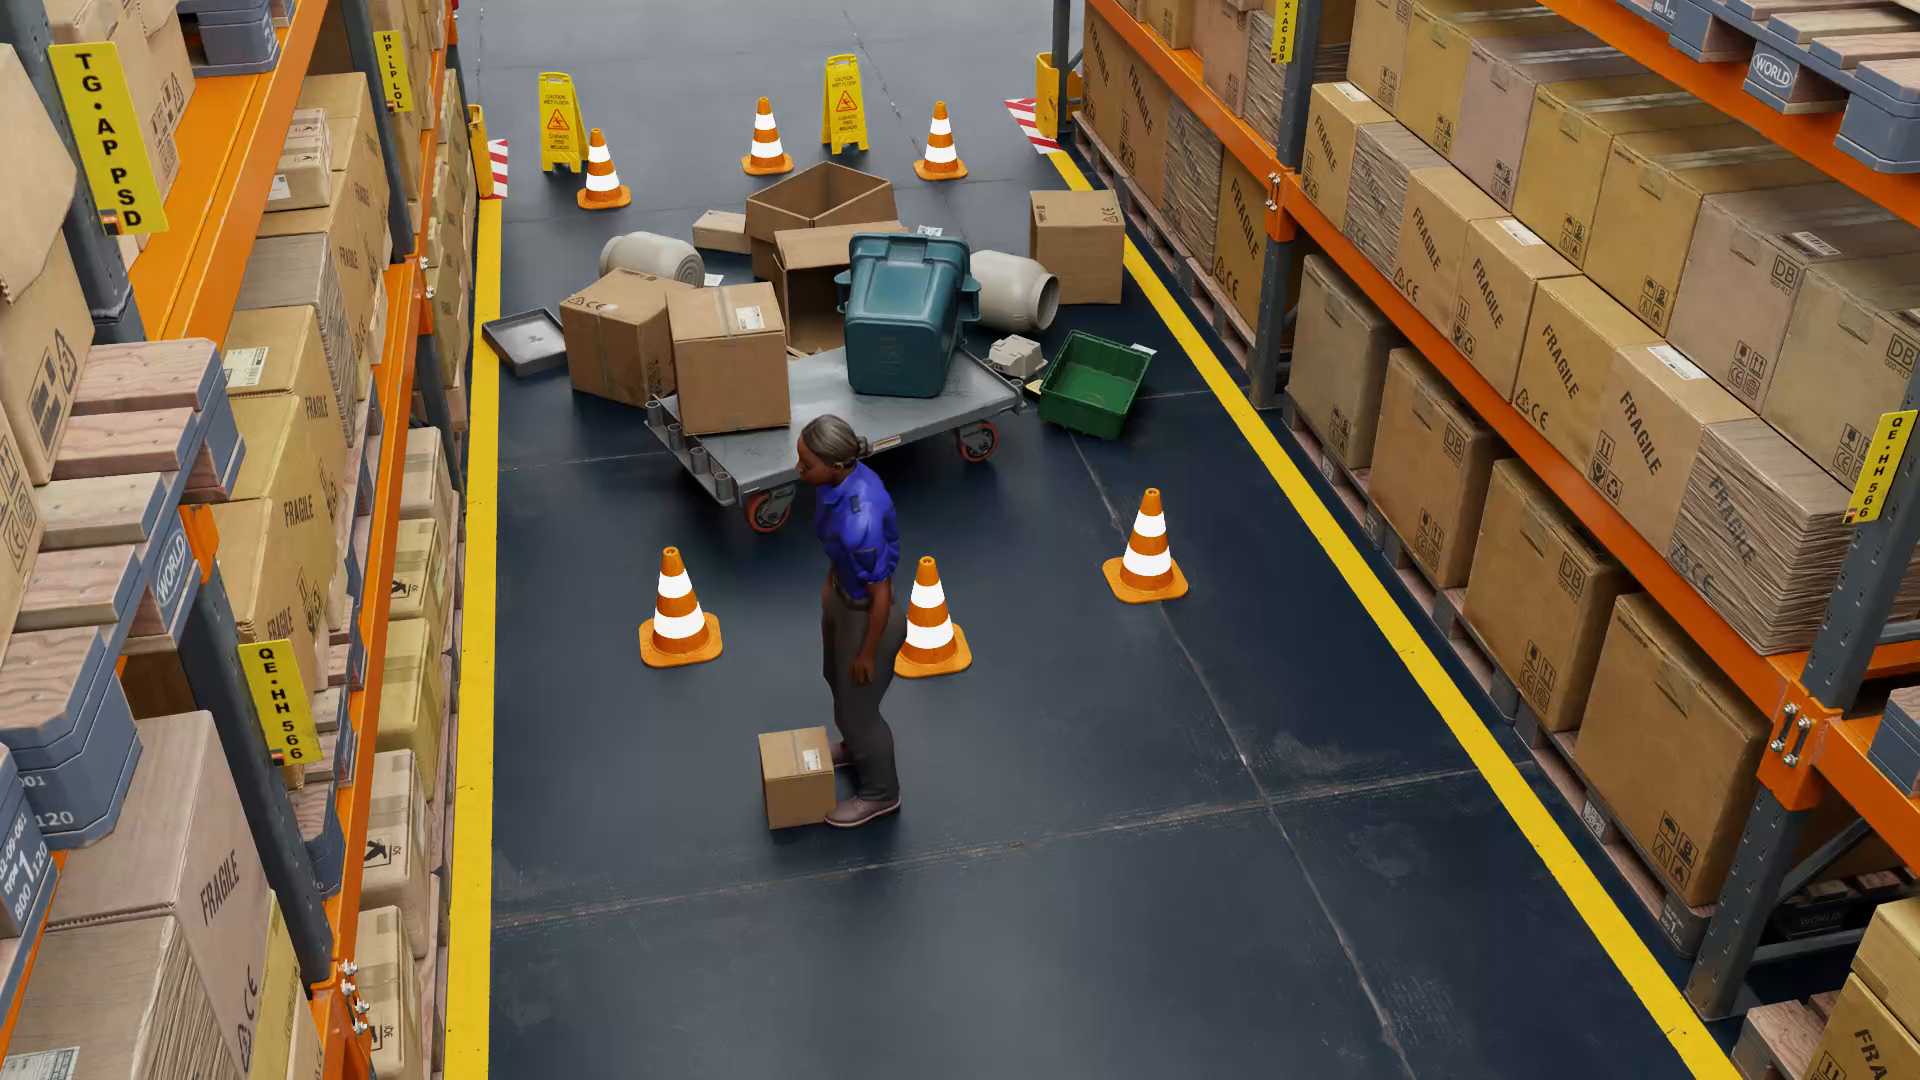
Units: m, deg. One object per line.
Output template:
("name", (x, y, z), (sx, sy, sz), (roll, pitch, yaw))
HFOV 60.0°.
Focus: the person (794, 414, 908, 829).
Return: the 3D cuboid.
("person", (-0.372, 0.273, 5.776), (0.351, 1.628, 0.531), (-9, 36, -13))
